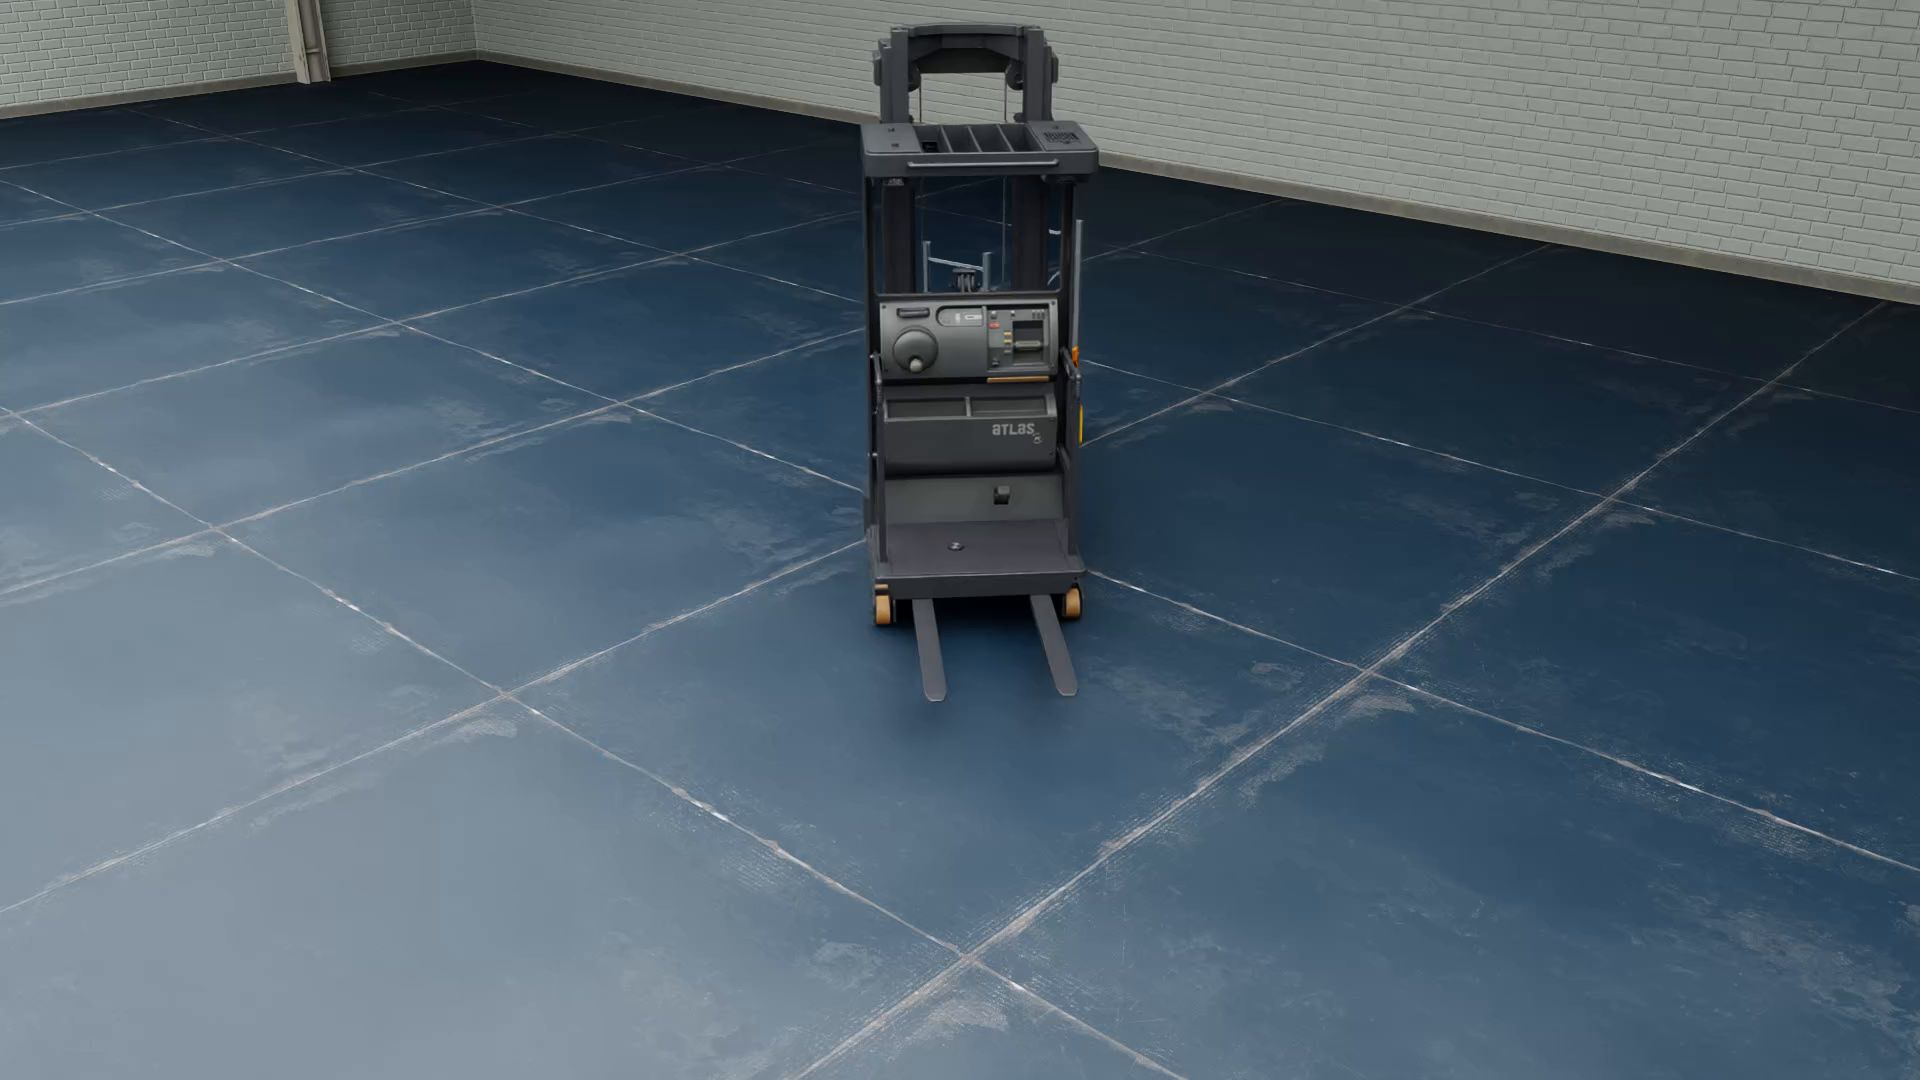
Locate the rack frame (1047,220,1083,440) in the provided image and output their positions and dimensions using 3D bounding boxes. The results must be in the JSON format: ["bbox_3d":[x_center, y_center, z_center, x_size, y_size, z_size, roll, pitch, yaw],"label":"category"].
[{"bbox_3d":[0.582,-1.418,11.080,0.500,1.500,0.032,17,29,33],"label":"rack frame"}]

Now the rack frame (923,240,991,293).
[{"bbox_3d":[-0.027,-1.085,10.336,0.500,1.500,0.032,17,29,33],"label":"rack frame"}]

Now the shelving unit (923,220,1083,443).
[{"bbox_3d":[0.272,-1.249,10.701,0.587,1.500,1.083,17,29,33],"label":"shelving unit"}]

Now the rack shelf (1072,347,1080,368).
[{"bbox_3d":[0.277,-1.087,10.782,0.538,0.185,1.000,17,29,33],"label":"rack shelf"}]

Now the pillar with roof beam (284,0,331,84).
[{"bbox_3d":[-6.638,-9.924,20.885,9.100,9.000,0.400,20,31,38],"label":"pillar with roof beam"}]

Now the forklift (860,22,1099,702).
[{"bbox_3d":[0.069,-1.028,8.461,1.130,2.935,3.031,-2,24,-4],"label":"forklift"}]

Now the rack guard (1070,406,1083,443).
[{"bbox_3d":[0.570,-0.841,11.321,0.587,0.250,0.087,17,29,33],"label":"rack guard"}]
